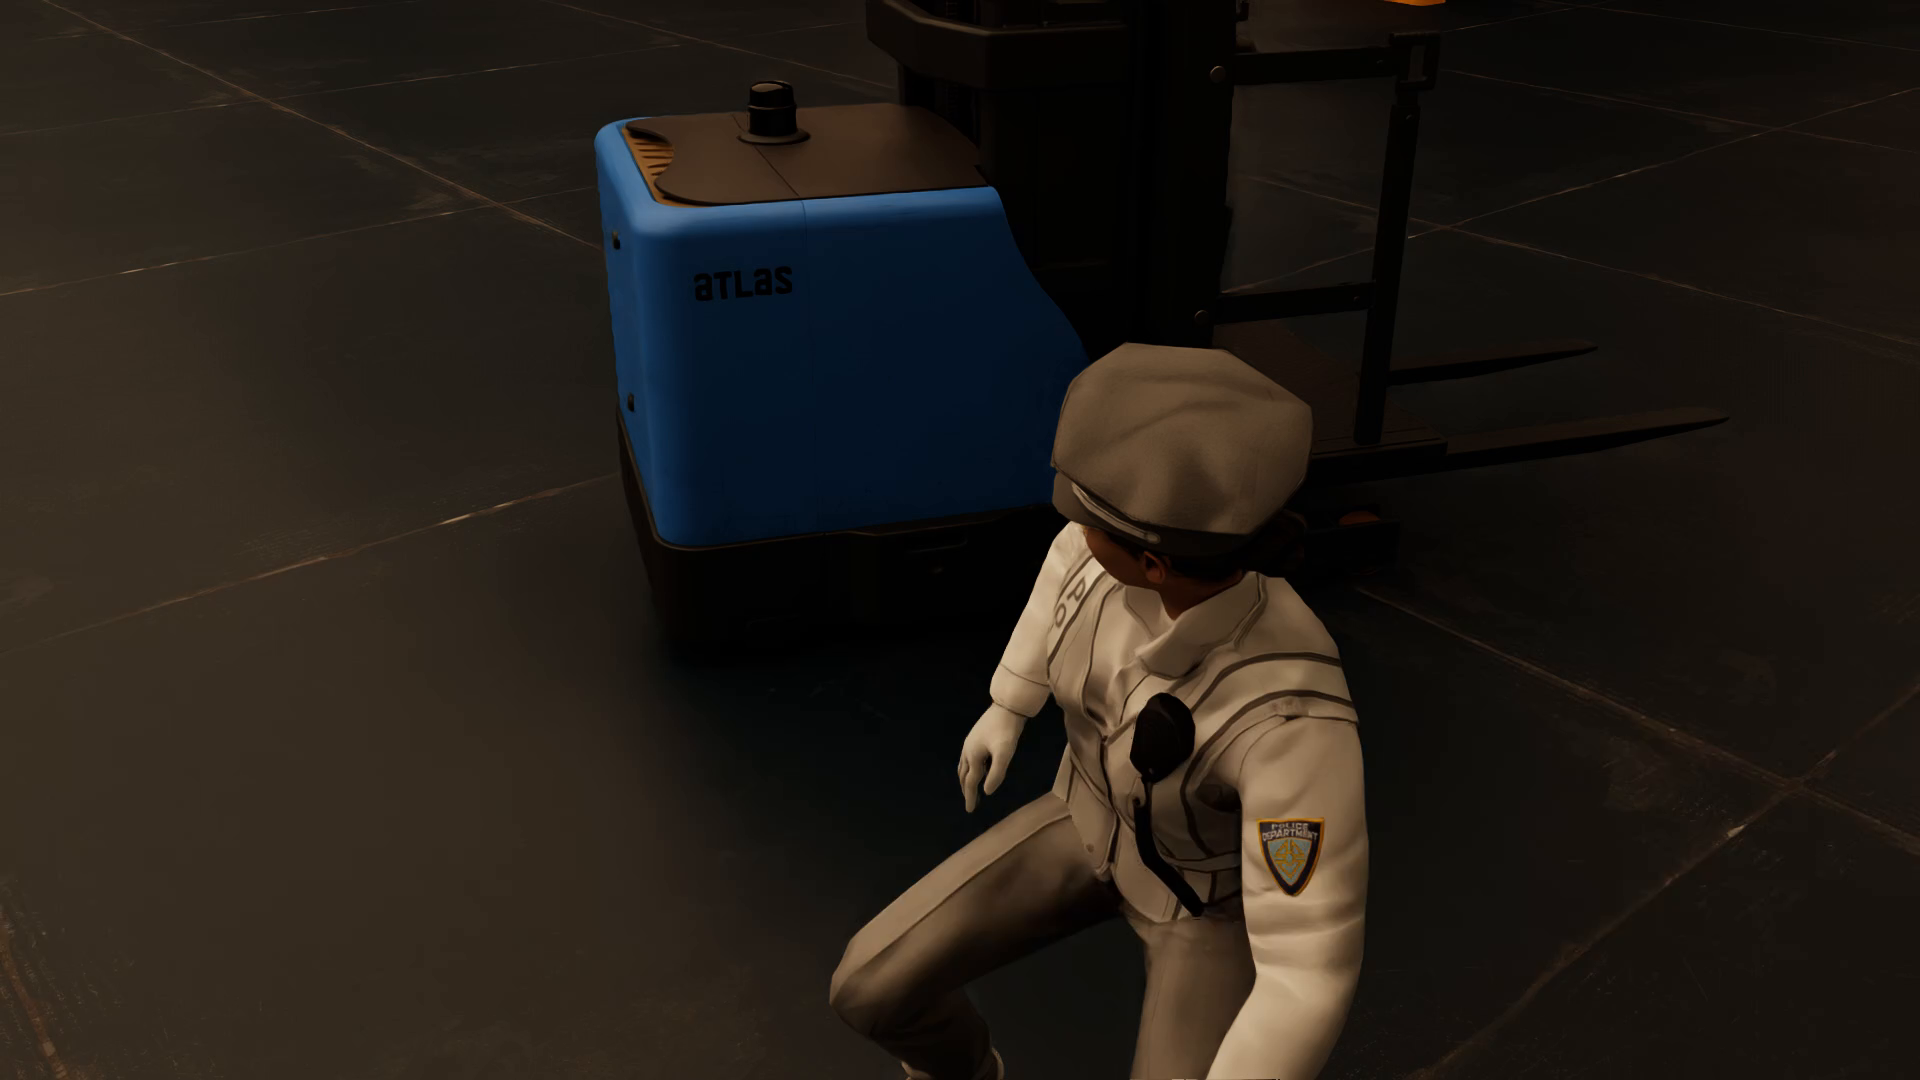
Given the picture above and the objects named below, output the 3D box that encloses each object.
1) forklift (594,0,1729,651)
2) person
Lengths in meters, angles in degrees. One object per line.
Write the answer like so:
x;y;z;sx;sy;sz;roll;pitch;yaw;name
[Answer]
0.630;-1.413;4.051;3.031;2.935;1.130;-7;27;-15;forklift
0.215;0.454;2.029;0.624;1.461;0.785;-20;33;-35;person
